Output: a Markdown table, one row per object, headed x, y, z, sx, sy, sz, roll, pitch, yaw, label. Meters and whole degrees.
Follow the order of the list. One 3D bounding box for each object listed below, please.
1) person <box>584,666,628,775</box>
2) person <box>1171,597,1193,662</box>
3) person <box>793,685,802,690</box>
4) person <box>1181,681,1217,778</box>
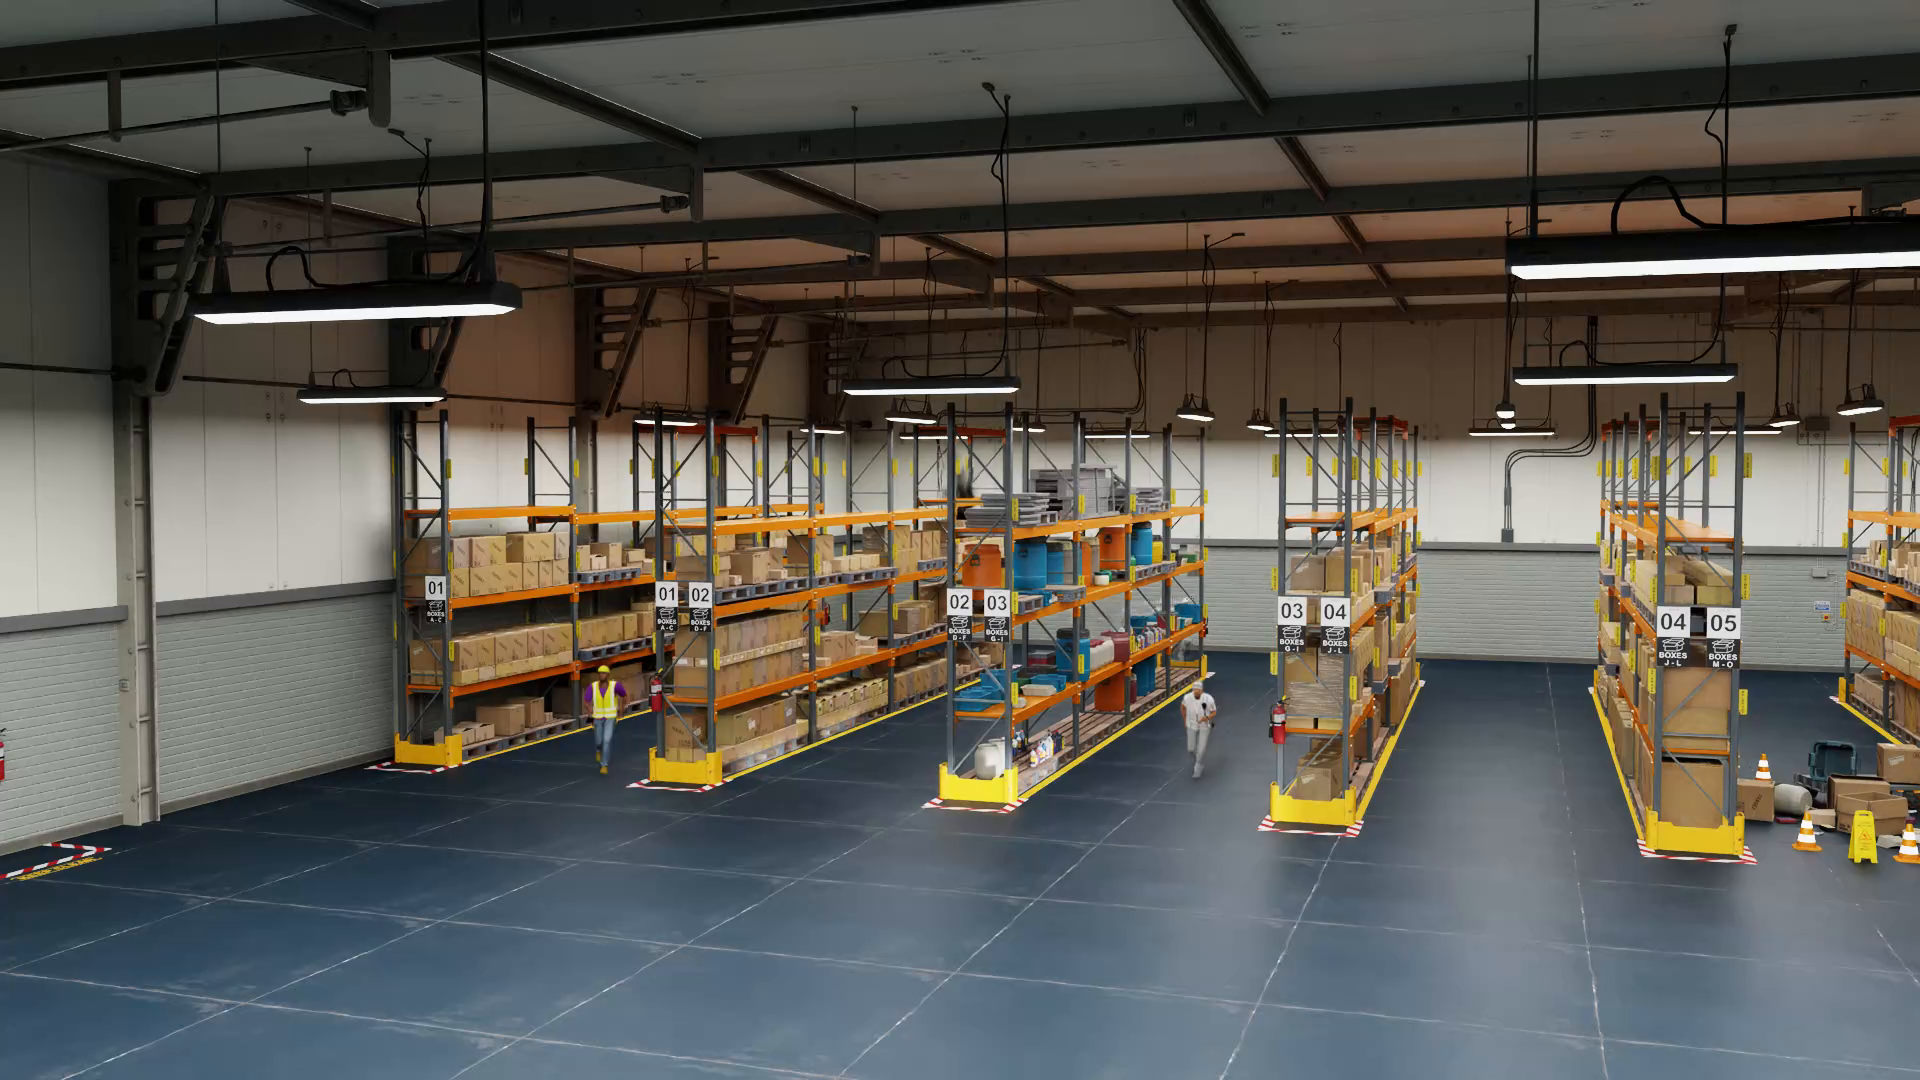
| x | y | z | sx | sy | sz | roll | pitch | yaw | label |
| --- | --- | --- | --- | --- | --- | --- | --- | --- | --- |
| -5.882 | 2.952 | 27.572 | 0.694 | 1.763 | 0.887 | 0 | 2 | -3 | person |
| 5.626 | 2.308 | 42.398 | 0.909 | 1.722 | 0.666 | 1 | 3 | 31 | person |
| -3.630 | 2.709 | 36.402 | 0.568 | 1.434 | 0.867 | 0 | 2 | 5 | person |
| 3.869 | 3.068 | 26.993 | 0.596 | 1.598 | 0.700 | 1 | 3 | 13 | person |
